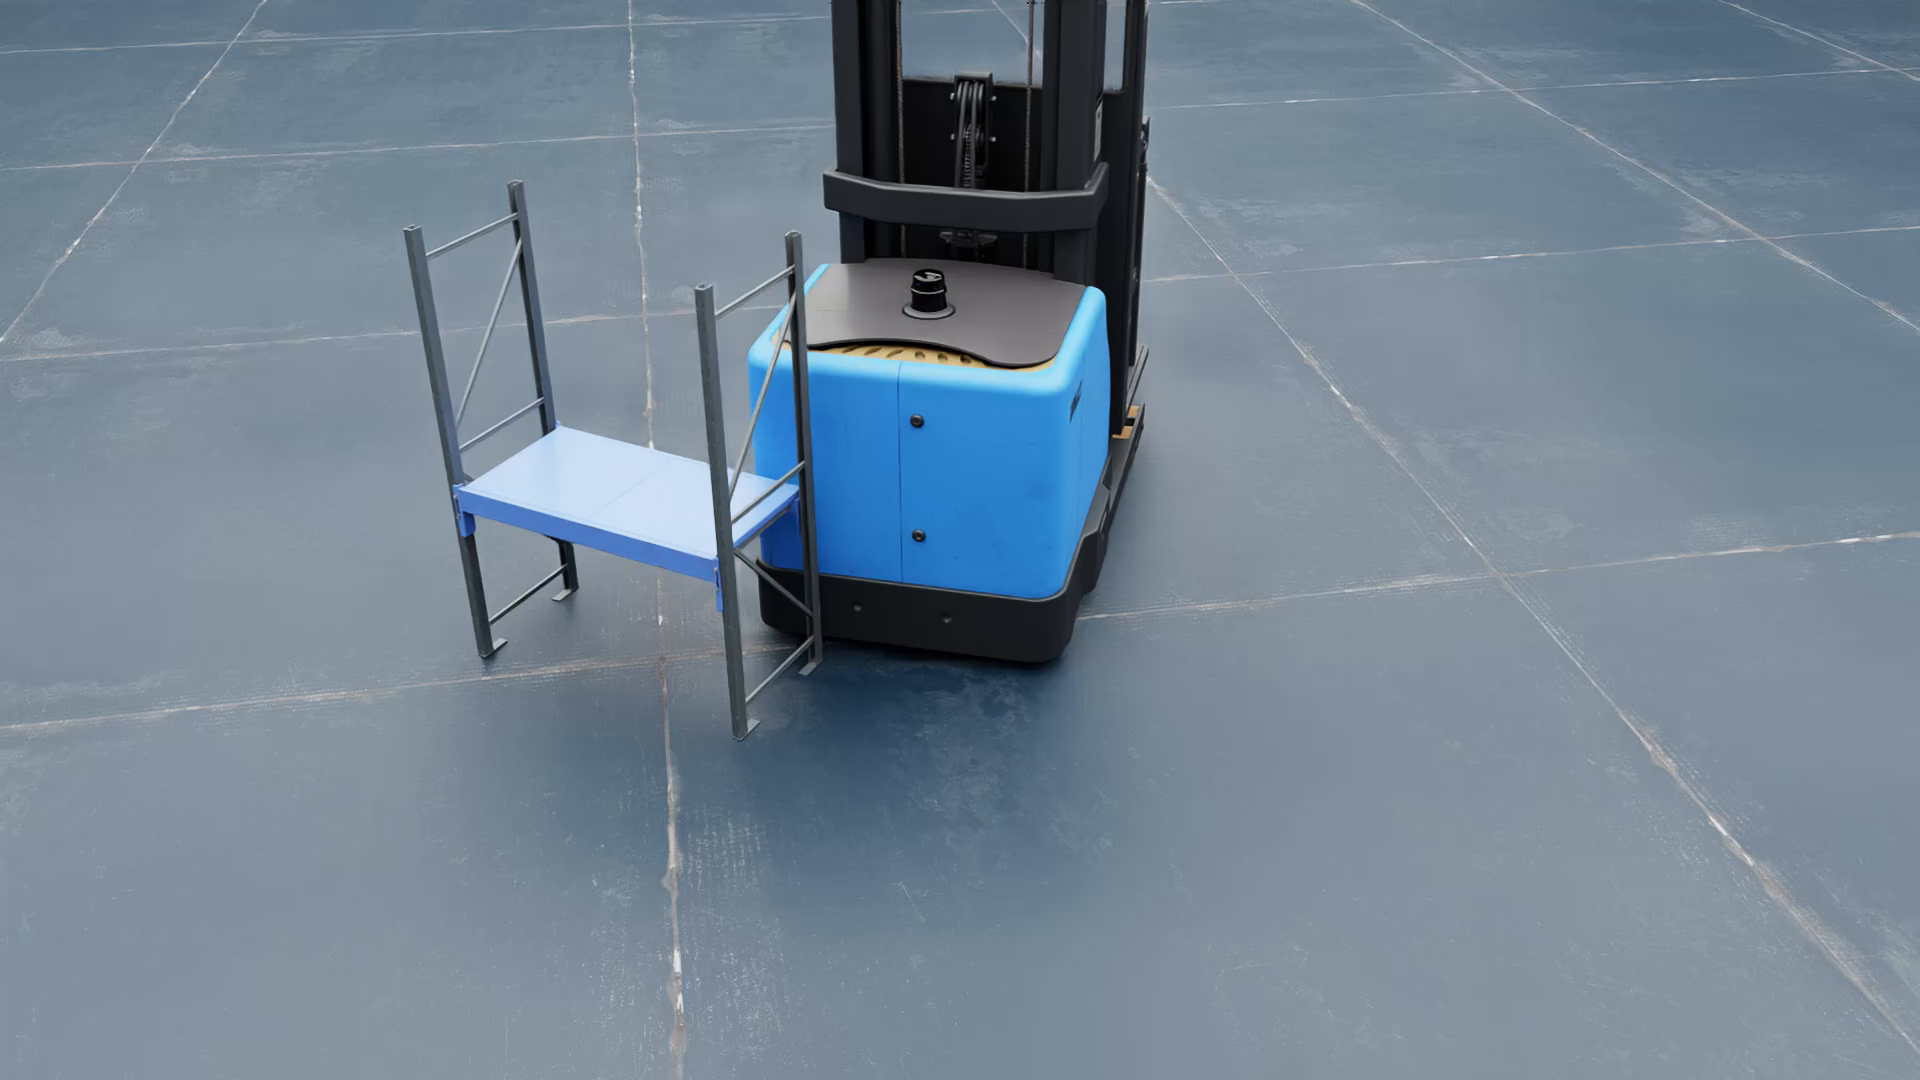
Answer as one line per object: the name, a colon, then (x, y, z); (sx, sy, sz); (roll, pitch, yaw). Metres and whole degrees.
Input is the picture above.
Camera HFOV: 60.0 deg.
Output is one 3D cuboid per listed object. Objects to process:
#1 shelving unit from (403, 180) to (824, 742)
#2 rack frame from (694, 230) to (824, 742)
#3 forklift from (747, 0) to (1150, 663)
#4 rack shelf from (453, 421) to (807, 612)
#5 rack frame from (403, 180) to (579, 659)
shelving unit: (-1.037, -0.250, 5.195); (1.048, 1.500, 0.538); (14, 33, 23)
rack frame: (-0.583, -0.134, 4.998); (0.032, 1.500, 0.500); (14, 33, 23)
forklift: (0.153, -1.597, 6.074); (1.130, 2.935, 3.031); (7, 31, 11)
rack shelf: (-1.037, -0.095, 5.286); (1.000, 0.185, 0.538); (14, 33, 23)
rack frame: (-1.491, -0.366, 5.392); (0.032, 1.500, 0.500); (14, 33, 23)
